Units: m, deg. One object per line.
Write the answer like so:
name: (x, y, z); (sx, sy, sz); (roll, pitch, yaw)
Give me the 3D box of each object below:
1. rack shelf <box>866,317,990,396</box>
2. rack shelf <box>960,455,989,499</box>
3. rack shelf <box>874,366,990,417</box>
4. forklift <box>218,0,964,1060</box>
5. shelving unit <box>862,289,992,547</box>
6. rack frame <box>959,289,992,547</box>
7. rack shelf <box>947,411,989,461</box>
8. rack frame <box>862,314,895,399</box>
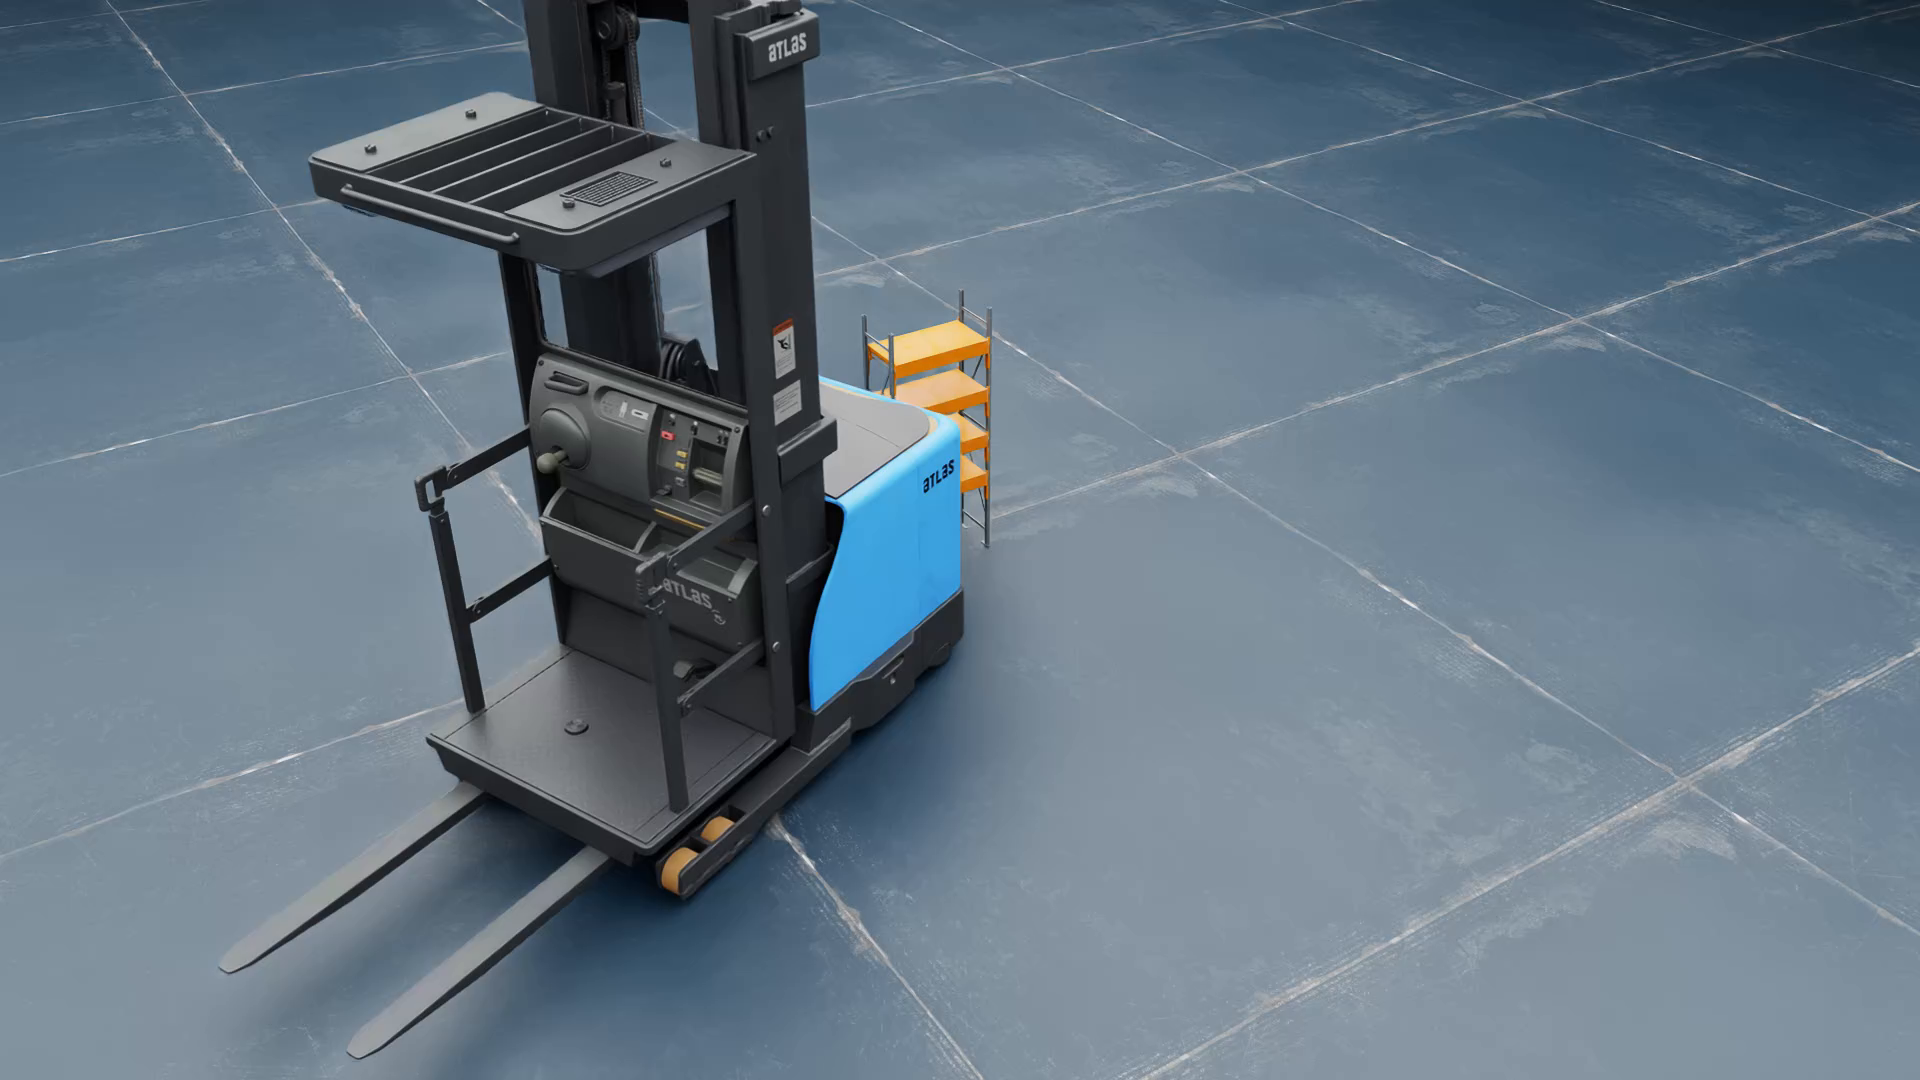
rack shelf: (-0.139, -0.792, 7.144); (0.480, 0.148, 0.258); (-19, 37, -27)
rack shelf: (-0.139, -0.235, 7.496); (0.480, 0.148, 0.258); (-19, 37, -27)
rack shelf: (-0.139, -0.592, 7.271); (0.480, 0.148, 0.258); (-19, 37, -27)
forklift: (-1.216, -0.290, 5.463); (1.130, 2.935, 3.031); (19, 37, 28)
shelving unit: (-0.139, -0.460, 7.354); (0.503, 1.200, 0.258); (-19, 37, -27)
rack frame: (0.066, -0.530, 7.466); (0.015, 1.200, 0.240); (-19, 37, -27)
rack shelf: (-0.139, -0.403, 7.390); (0.480, 0.148, 0.258); (-19, 37, -27)
rack frame: (-0.344, -0.389, 7.242); (0.015, 1.200, 0.240); (-19, 37, -27)
